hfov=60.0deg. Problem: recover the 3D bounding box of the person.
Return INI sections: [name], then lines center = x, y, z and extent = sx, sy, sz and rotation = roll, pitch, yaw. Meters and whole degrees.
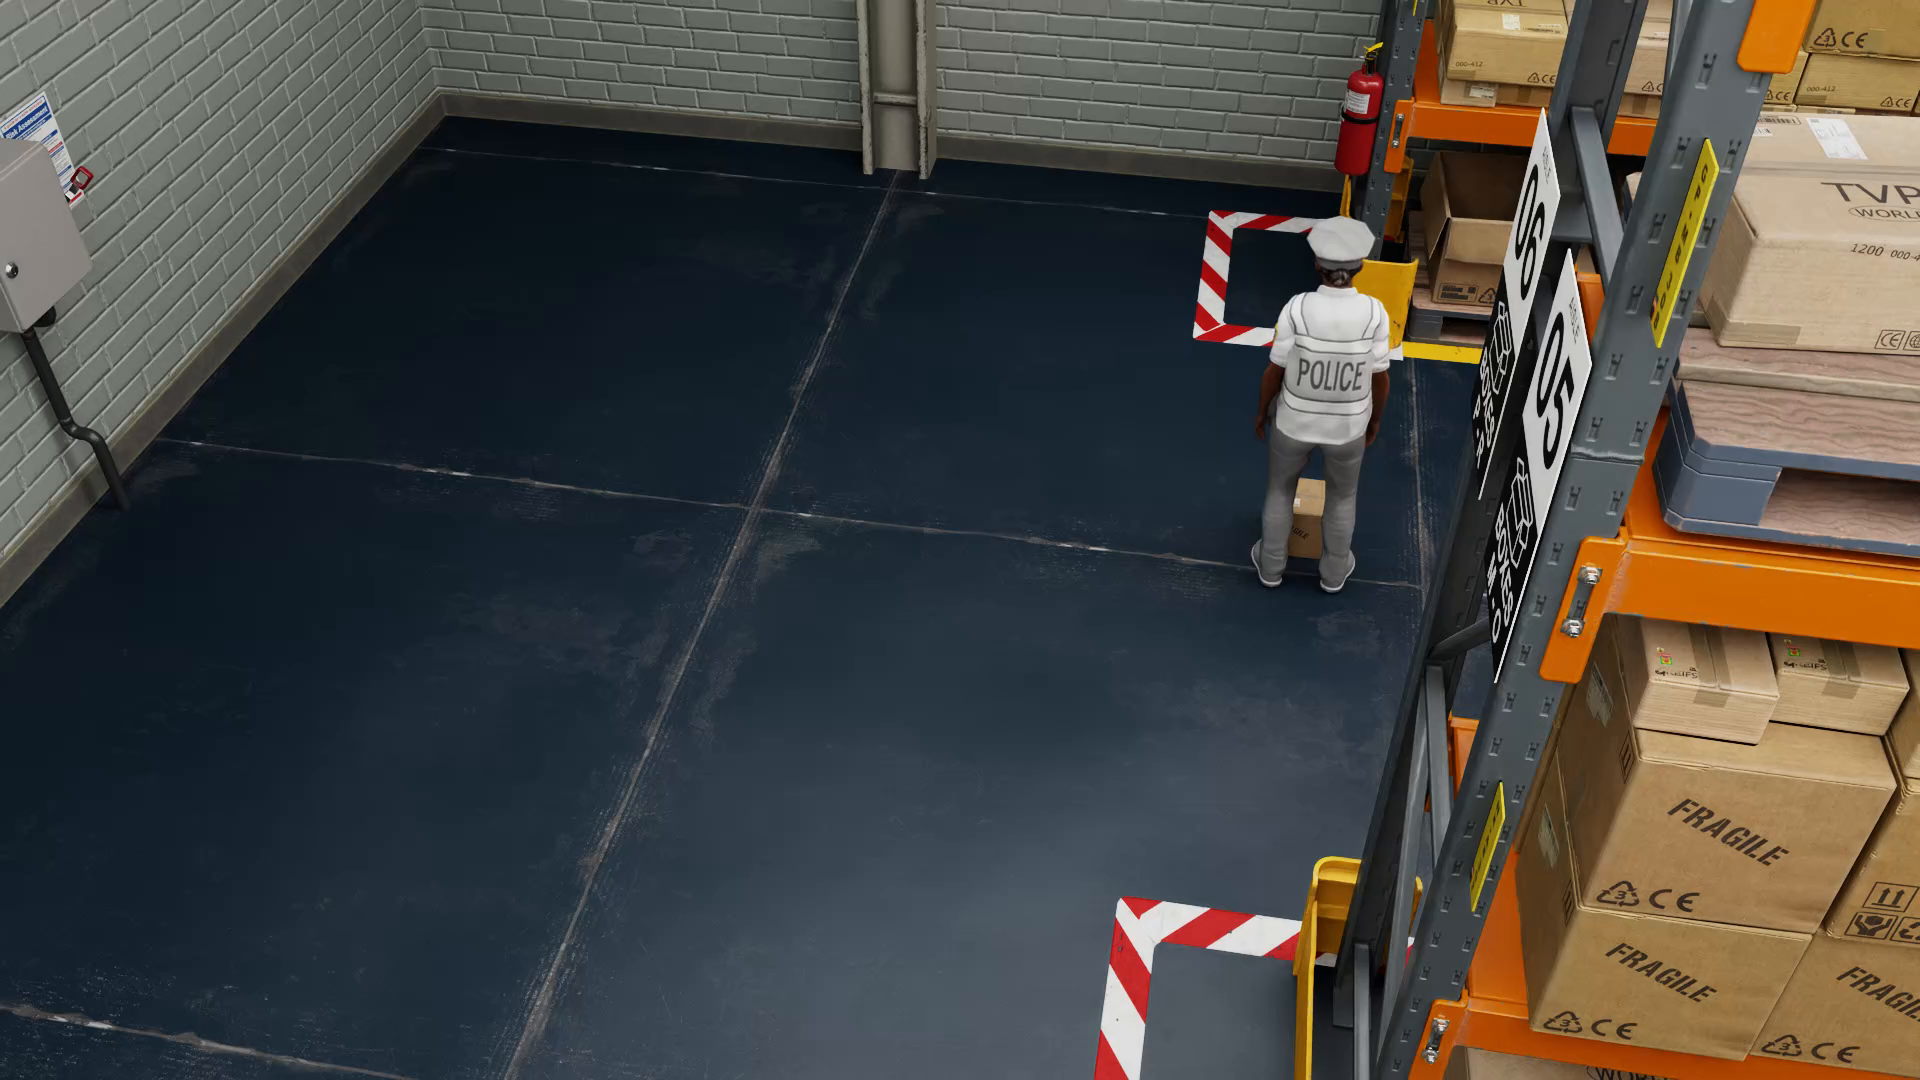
[person]
center = 1.459, -0.486, 6.720
extent = 0.524, 1.660, 0.396
rotation = 5, 41, 6
